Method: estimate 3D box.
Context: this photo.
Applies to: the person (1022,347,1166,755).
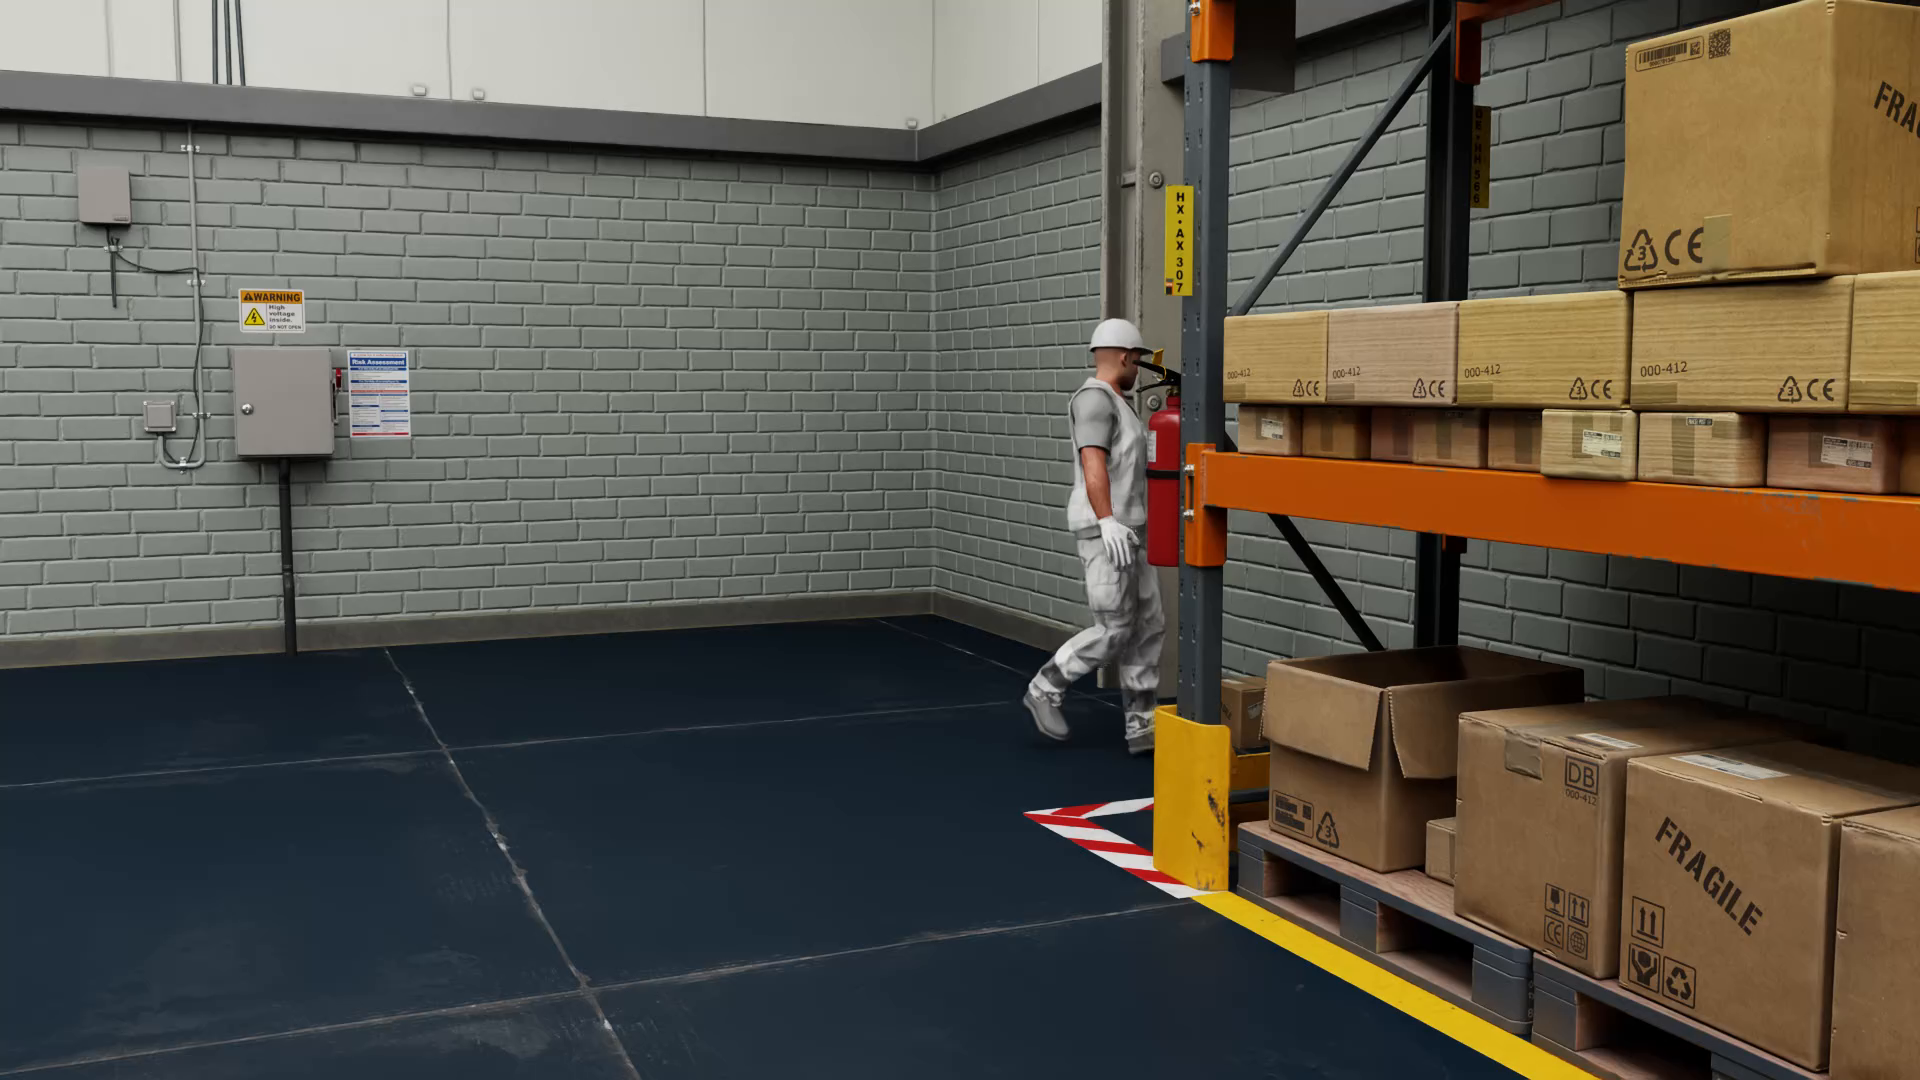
[{"bbox_3d":[0.613,0.016,6.730,0.741,1.732,0.666,2,6,20],"label":"person"}]
